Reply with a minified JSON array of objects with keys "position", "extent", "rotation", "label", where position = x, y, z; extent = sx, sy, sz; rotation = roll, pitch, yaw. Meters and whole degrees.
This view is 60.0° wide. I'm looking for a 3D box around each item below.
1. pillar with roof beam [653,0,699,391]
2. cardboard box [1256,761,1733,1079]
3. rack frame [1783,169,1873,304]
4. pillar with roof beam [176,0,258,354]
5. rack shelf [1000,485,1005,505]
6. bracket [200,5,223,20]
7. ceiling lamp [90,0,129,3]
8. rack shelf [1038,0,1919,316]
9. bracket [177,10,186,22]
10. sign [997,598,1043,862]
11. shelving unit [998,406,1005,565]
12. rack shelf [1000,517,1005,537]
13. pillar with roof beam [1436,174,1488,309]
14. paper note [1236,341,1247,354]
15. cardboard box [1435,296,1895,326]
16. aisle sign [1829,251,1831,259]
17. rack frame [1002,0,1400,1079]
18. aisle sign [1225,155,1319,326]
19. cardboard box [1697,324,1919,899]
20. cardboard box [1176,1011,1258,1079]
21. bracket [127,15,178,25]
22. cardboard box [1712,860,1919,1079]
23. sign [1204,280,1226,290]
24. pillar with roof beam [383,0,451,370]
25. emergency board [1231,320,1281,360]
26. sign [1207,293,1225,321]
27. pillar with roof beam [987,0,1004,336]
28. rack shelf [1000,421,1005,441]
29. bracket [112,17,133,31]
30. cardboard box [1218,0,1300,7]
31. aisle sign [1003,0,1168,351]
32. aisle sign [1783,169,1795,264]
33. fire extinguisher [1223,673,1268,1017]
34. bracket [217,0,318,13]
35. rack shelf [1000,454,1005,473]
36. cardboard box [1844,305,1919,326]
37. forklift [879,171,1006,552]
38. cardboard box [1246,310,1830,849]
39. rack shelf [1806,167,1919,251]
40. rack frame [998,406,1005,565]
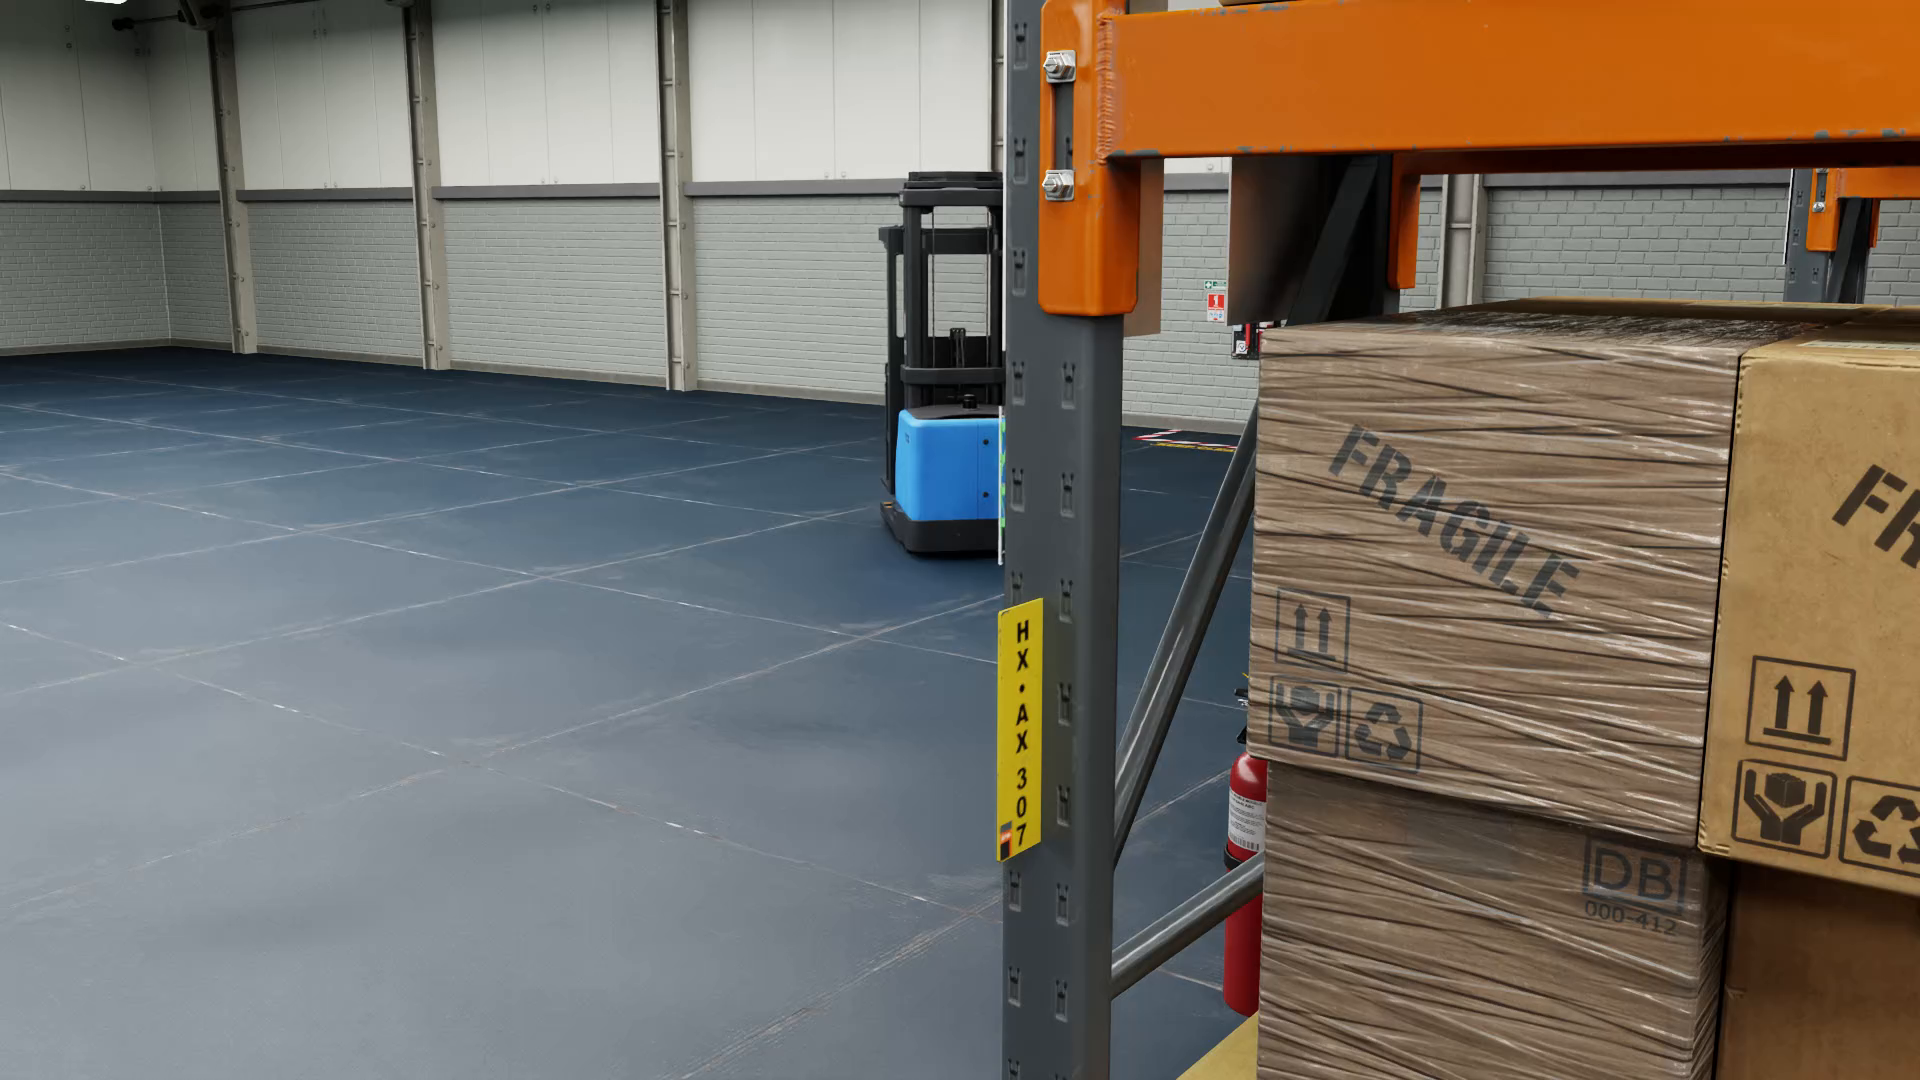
[{"position":[-6.785,-6.056,21.142],"extent":[0.400,9.000,9.100],"rotation":[8,13,36],"label":"pillar with roof beam"},{"position":[0.826,0.453,2.243],"extent":[0.500,0.500,0.875],"rotation":[8,13,36],"label":"cardboard box"},{"position":[3.331,-0.176,6.541],"extent":[0.127,3.000,1.000],"rotation":[8,13,36],"label":"rack frame"},{"position":[-16.457,-7.405,28.116],"extent":[0.548,9.000,9.100],"rotation":[8,13,36],"label":"pillar with roof beam"},{"position":[0.566,-0.342,12.476],"extent":[0.480,0.148,0.258],"rotation":[4,12,19],"label":"rack shelf"},{"position":[-13.785,-9.731,30.659],"extent":[0.430,0.232,0.235],"rotation":[8,13,36],"label":"bracket"},{"position":[-13.731,-9.736,24.797],"extent":[0.800,3.185,2.000],"rotation":[8,13,36],"label":"ceiling lamp"},{"position":[2.011,-0.312,1.243],"extent":[4.000,0.370,1.077],"rotation":[8,13,36],"label":"rack shelf"},{"position":[-14.454,-9.824,31.141],"extent":[0.430,0.232,0.235],"rotation":[8,13,36],"label":"bracket"},{"position":[0.078,0.241,2.110],"extent":[0.005,0.325,0.100],"rotation":[8,13,36],"label":"sign"},{"position":[0.566,-0.405,12.464],"extent":[0.503,1.200,0.258],"rotation":[4,12,19],"label":"shelving unit"},{"position":[0.566,-0.107,12.522],"extent":[0.480,0.148,0.258],"rotation":[4,12,19],"label":"rack shelf"},{"position":[2.887,-4.707,14.169],"extent":[0.400,9.000,9.100],"rotation":[8,13,36],"label":"pillar with roof beam"},{"position":[3.364,-2.302,19.853],"extent":[0.142,0.148,0.016],"rotation":[8,13,36],"label":"paper note"},{"position":[0.989,-0.080,2.365],"extent":[0.500,0.500,0.500],"rotation":[8,13,36],"label":"cardboard box"},{"position":[3.449,-1.506,6.571],"extent":[0.004,0.787,0.394],"rotation":[8,13,36],"label":"aisle sign"},{"position":[0.397,0.583,2.619],"extent":[0.053,2.616,0.949],"rotation":[8,13,36],"label":"rack frame"},{"position":[0.527,-0.747,2.648],"extent":[0.004,0.787,0.394],"rotation":[8,13,36],"label":"aisle sign"},{"position":[1.080,0.057,1.658],"extent":[0.500,0.500,0.500],"rotation":[8,13,36],"label":"cardboard box"},{"position":[0.488,0.774,2.291],"extent":[0.250,0.149,0.380],"rotation":[8,13,36],"label":"cardboard box"},{"position":[-15.888,-10.024,32.175],"extent":[3.189,0.066,0.076],"rotation":[8,13,36],"label":"bracket"},{"position":[1.300,0.491,2.047],"extent":[0.500,0.500,0.875],"rotation":[8,13,36],"label":"cardboard box"},{"position":[3.080,-3.058,19.951],"extent":[0.331,0.109,0.001],"rotation":[8,13,36],"label":"sign"},{"position":[-11.621,-6.731,24.629],"extent":[0.548,9.000,9.100],"rotation":[8,13,36],"label":"pillar with roof beam"},{"position":[3.466,-2.704,19.612],"extent":[0.643,1.169,0.194],"rotation":[8,13,36],"label":"emergency board"},{"position":[3.081,-2.800,20.011],"extent":[0.234,0.329,0.001],"rotation":[8,13,36],"label":"sign"},{"position":[-1.949,-5.382,17.656],"extent":[0.400,9.000,9.100],"rotation":[8,13,36],"label":"pillar with roof beam"},{"position":[0.566,-0.814,12.385],"extent":[0.480,0.148,0.258],"rotation":[4,12,19],"label":"rack shelf"},{"position":[-16.364,-10.090,32.518],"extent":[0.430,0.232,0.235],"rotation":[8,13,36],"label":"bracket"},{"position":[0.634,-0.723,1.867],"extent":[0.500,0.250,0.500],"rotation":[8,14,37],"label":"cardboard box"},{"position":[0.172,-0.655,2.173],"extent":[0.004,0.787,0.394],"rotation":[8,13,36],"label":"aisle sign"},{"position":[3.099,-1.415,6.104],"extent":[0.004,0.787,0.394],"rotation":[8,13,36],"label":"aisle sign"},{"position":[0.580,0.537,3.060],"extent":[0.183,0.674,0.296],"rotation":[8,13,36],"label":"fire extinguisher"},{"position":[-11.708,-9.441,29.162],"extent":[4.783,0.066,0.076],"rotation":[8,13,36],"label":"bracket"},{"position":[0.566,-0.578,12.431],"extent":[0.480,0.148,0.258],"rotation":[4,12,19],"label":"rack shelf"},{"position":[1.395,-0.024,2.079],"extent":[0.500,0.500,0.500],"rotation":[8,13,36],"label":"cardboard box"},{"position":[-0.088,-1.574,13.951],"extent":[1.130,2.935,3.031],"rotation":[-2,11,-8],"label":"forklift"},{"position":[0.681,0.000,1.954],"extent":[0.500,0.500,0.500],"rotation":[8,13,36],"label":"cardboard box"},{"position":[4.943,-1.070,5.162],"extent":[4.000,0.370,1.077],"rotation":[8,13,36],"label":"rack shelf"},{"position":[0.335,-0.420,12.542],"extent":[0.015,1.200,0.240],"rotation":[4,12,19],"label":"rack frame"}]
